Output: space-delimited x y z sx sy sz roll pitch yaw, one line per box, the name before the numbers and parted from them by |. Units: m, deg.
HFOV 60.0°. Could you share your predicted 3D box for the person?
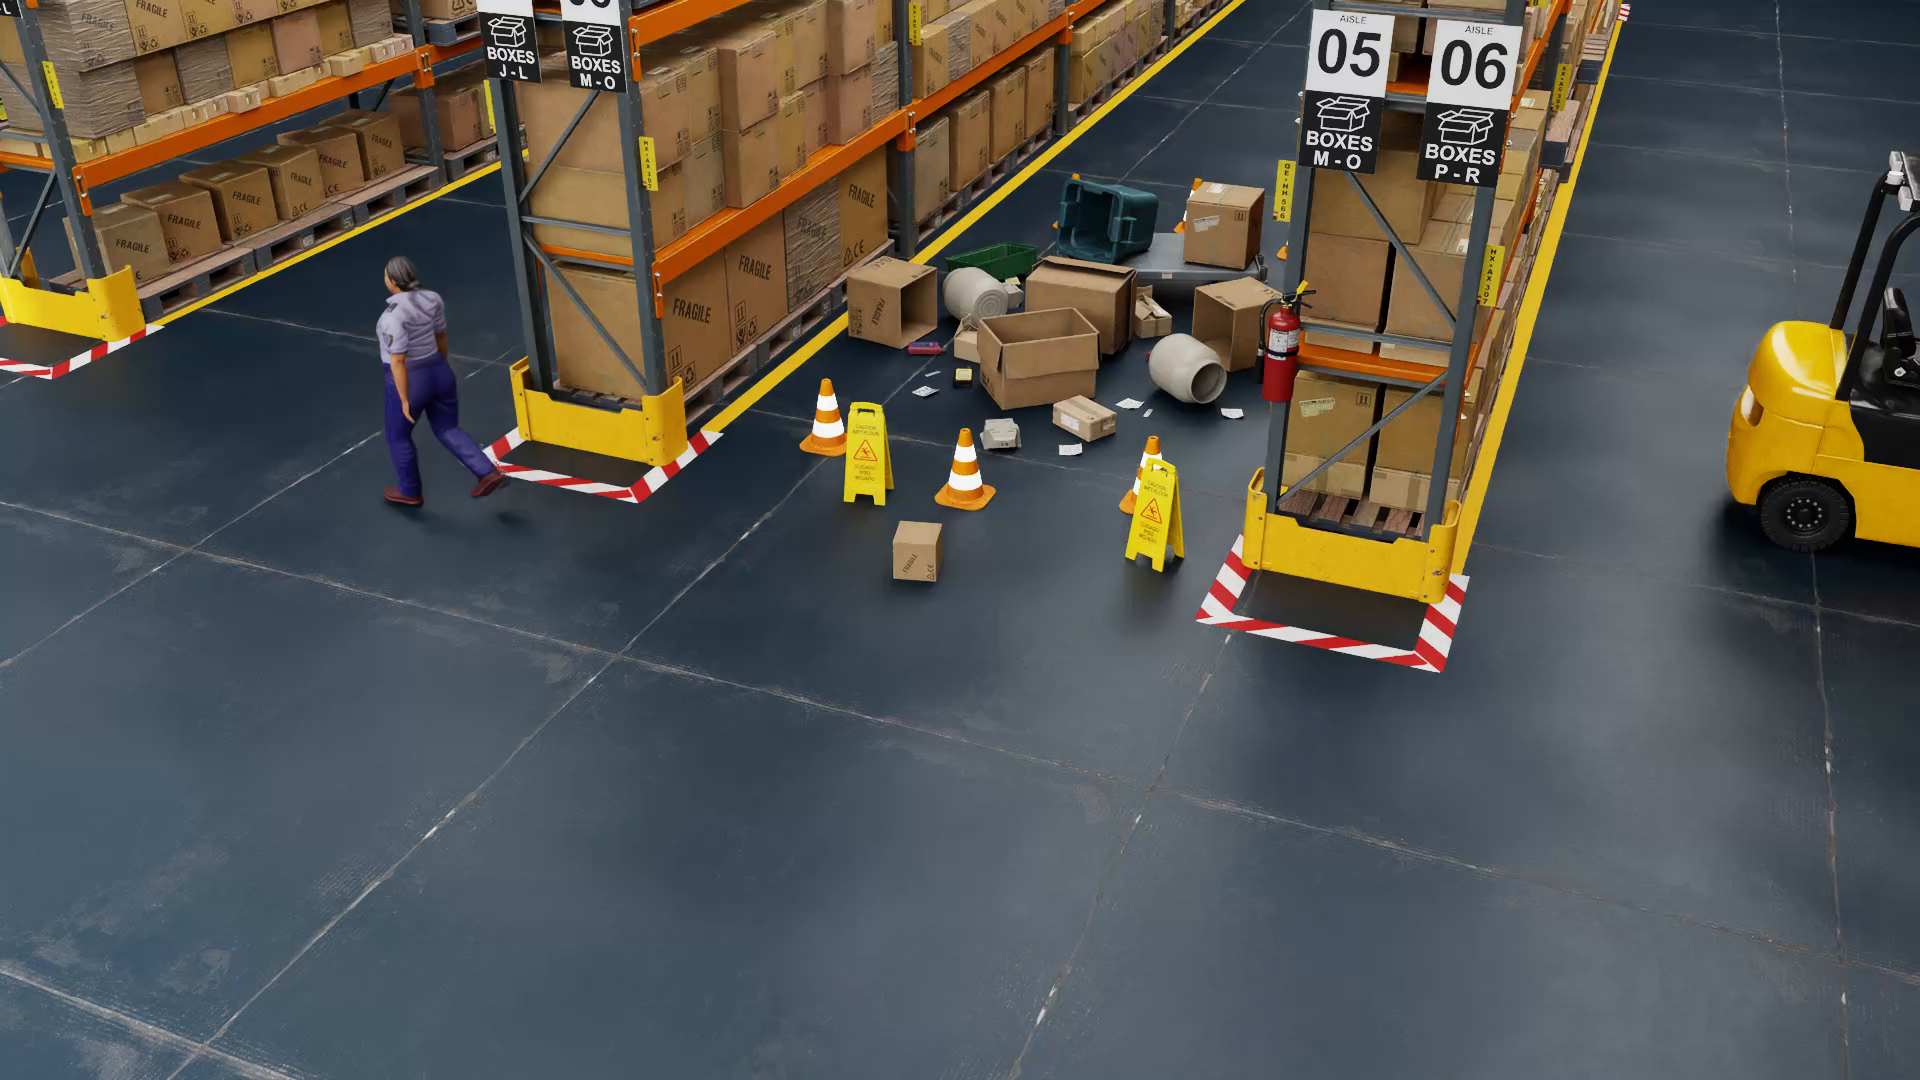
person | -3.214 -0.940 10.032 0.833 1.616 0.481 17 34 27
